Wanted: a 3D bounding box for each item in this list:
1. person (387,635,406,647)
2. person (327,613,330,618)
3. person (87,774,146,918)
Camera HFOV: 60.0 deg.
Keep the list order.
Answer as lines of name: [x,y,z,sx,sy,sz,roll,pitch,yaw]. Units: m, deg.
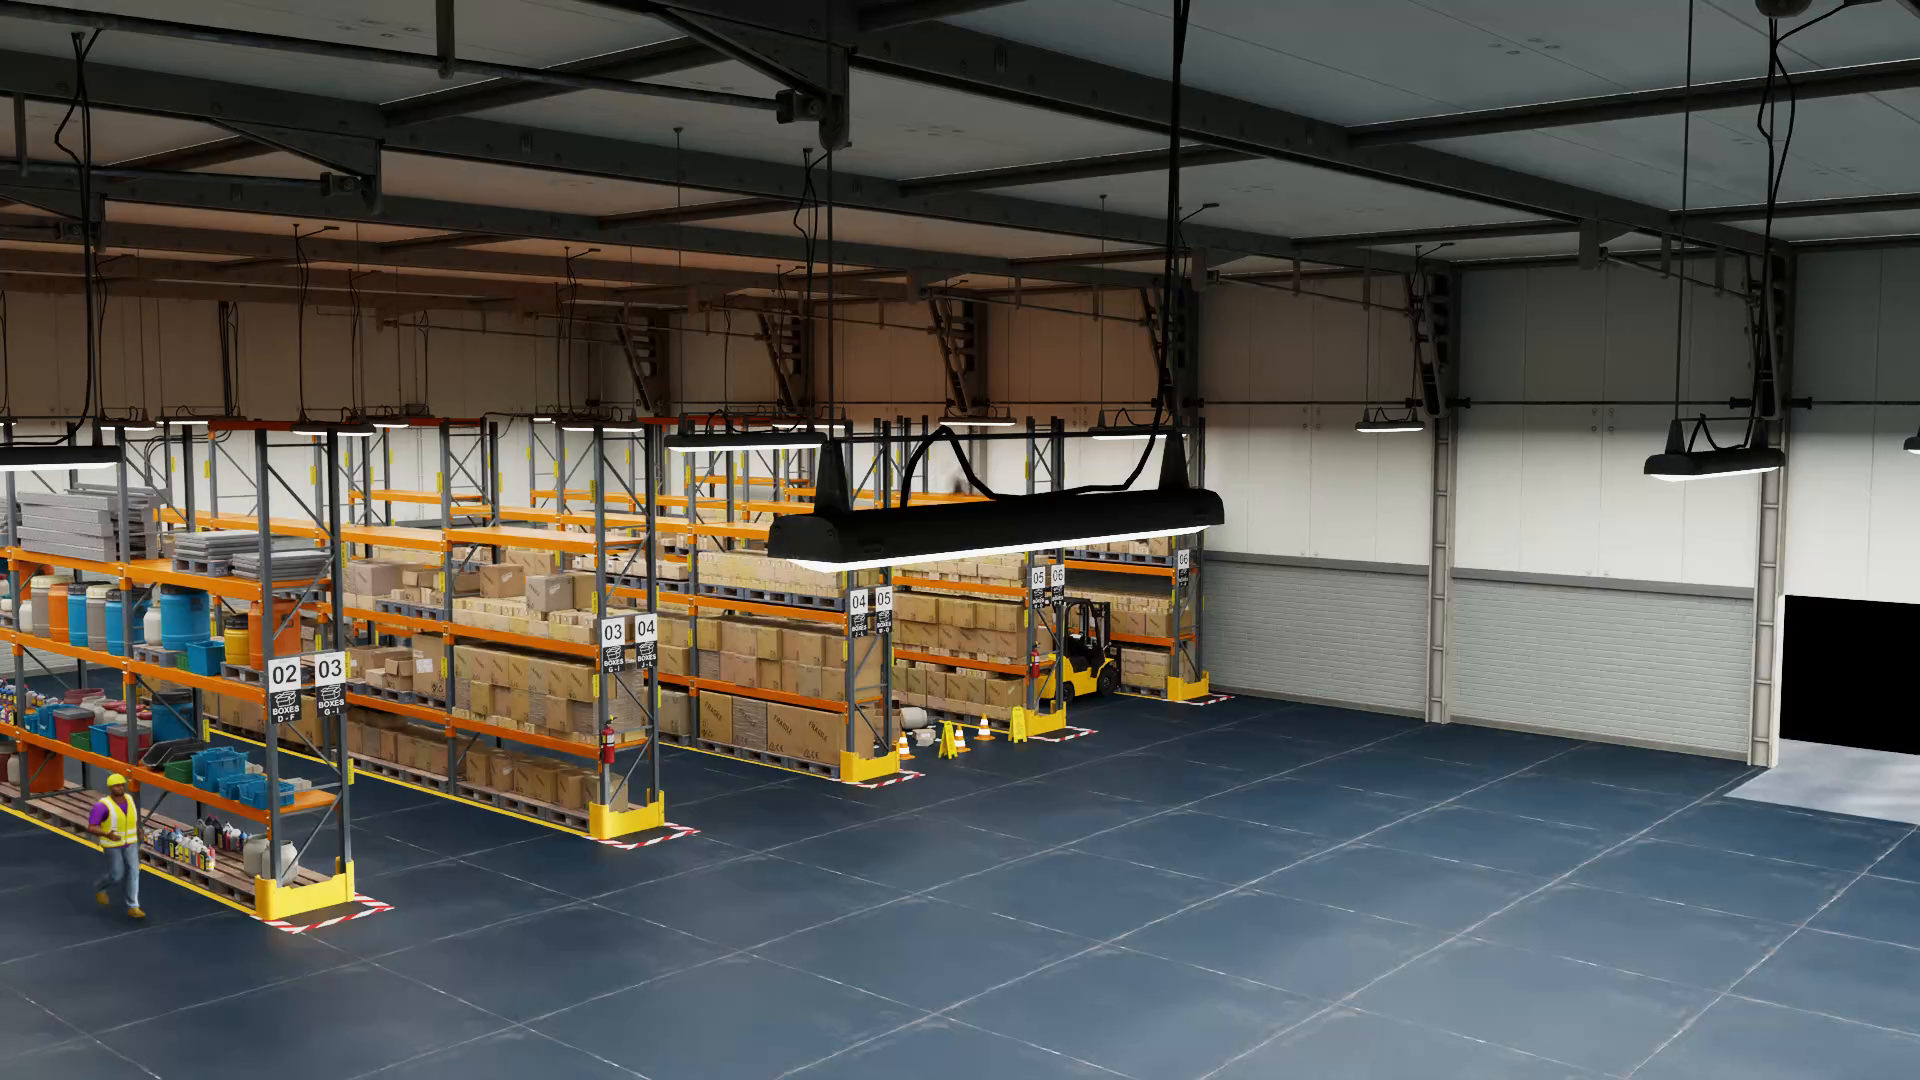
person: [-13.674,2.186,40.312,0.602,1.608,0.694,3,5,29]
person: [-13.904,2.442,36.468,0.726,1.727,0.659,-4,6,-40]
person: [-10.343,3.739,20.449,0.897,1.745,0.712,3,6,32]
